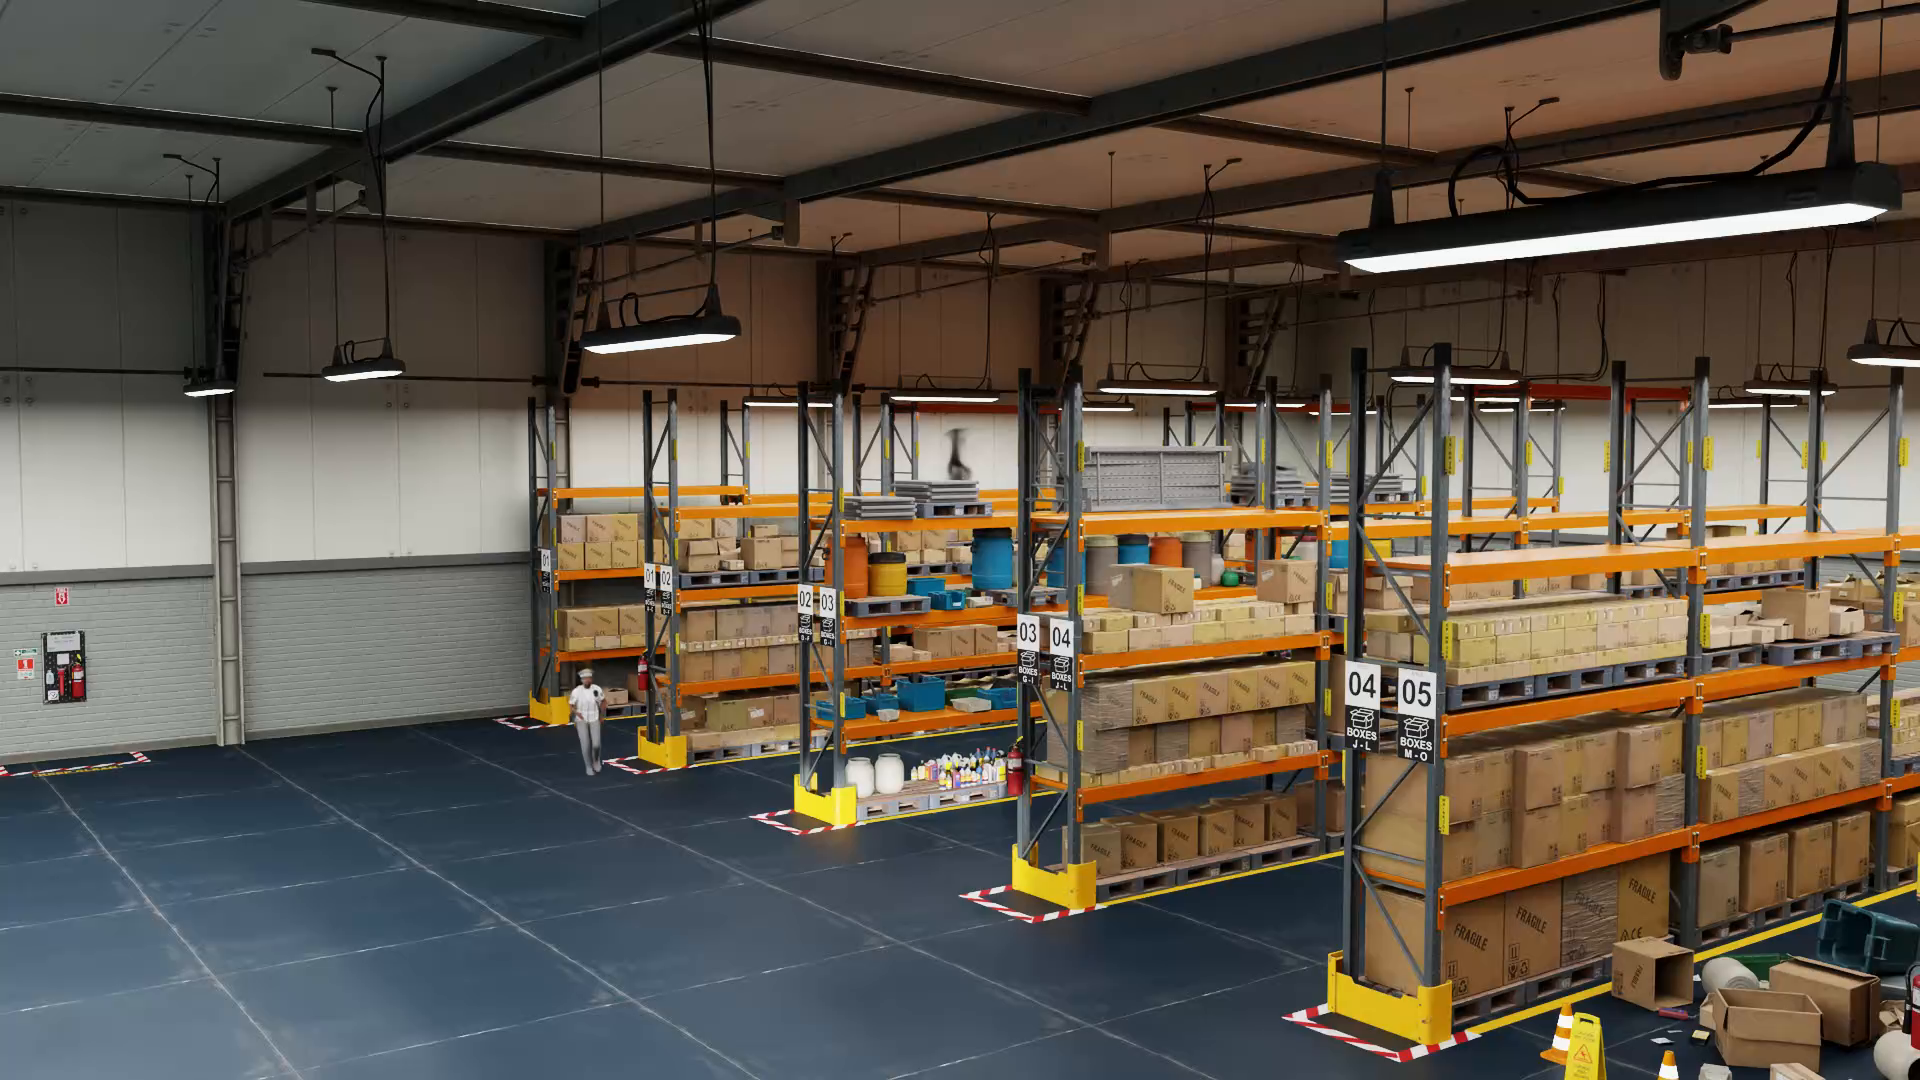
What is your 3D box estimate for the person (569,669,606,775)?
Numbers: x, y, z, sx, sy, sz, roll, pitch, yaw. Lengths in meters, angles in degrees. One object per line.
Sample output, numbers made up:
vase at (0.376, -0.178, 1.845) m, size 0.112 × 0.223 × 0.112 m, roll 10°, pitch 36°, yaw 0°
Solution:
person at (-5.749, 2.813, 25.705) m, size 0.578 × 1.666 × 0.562 m, roll -1°, pitch 3°, yaw -15°
